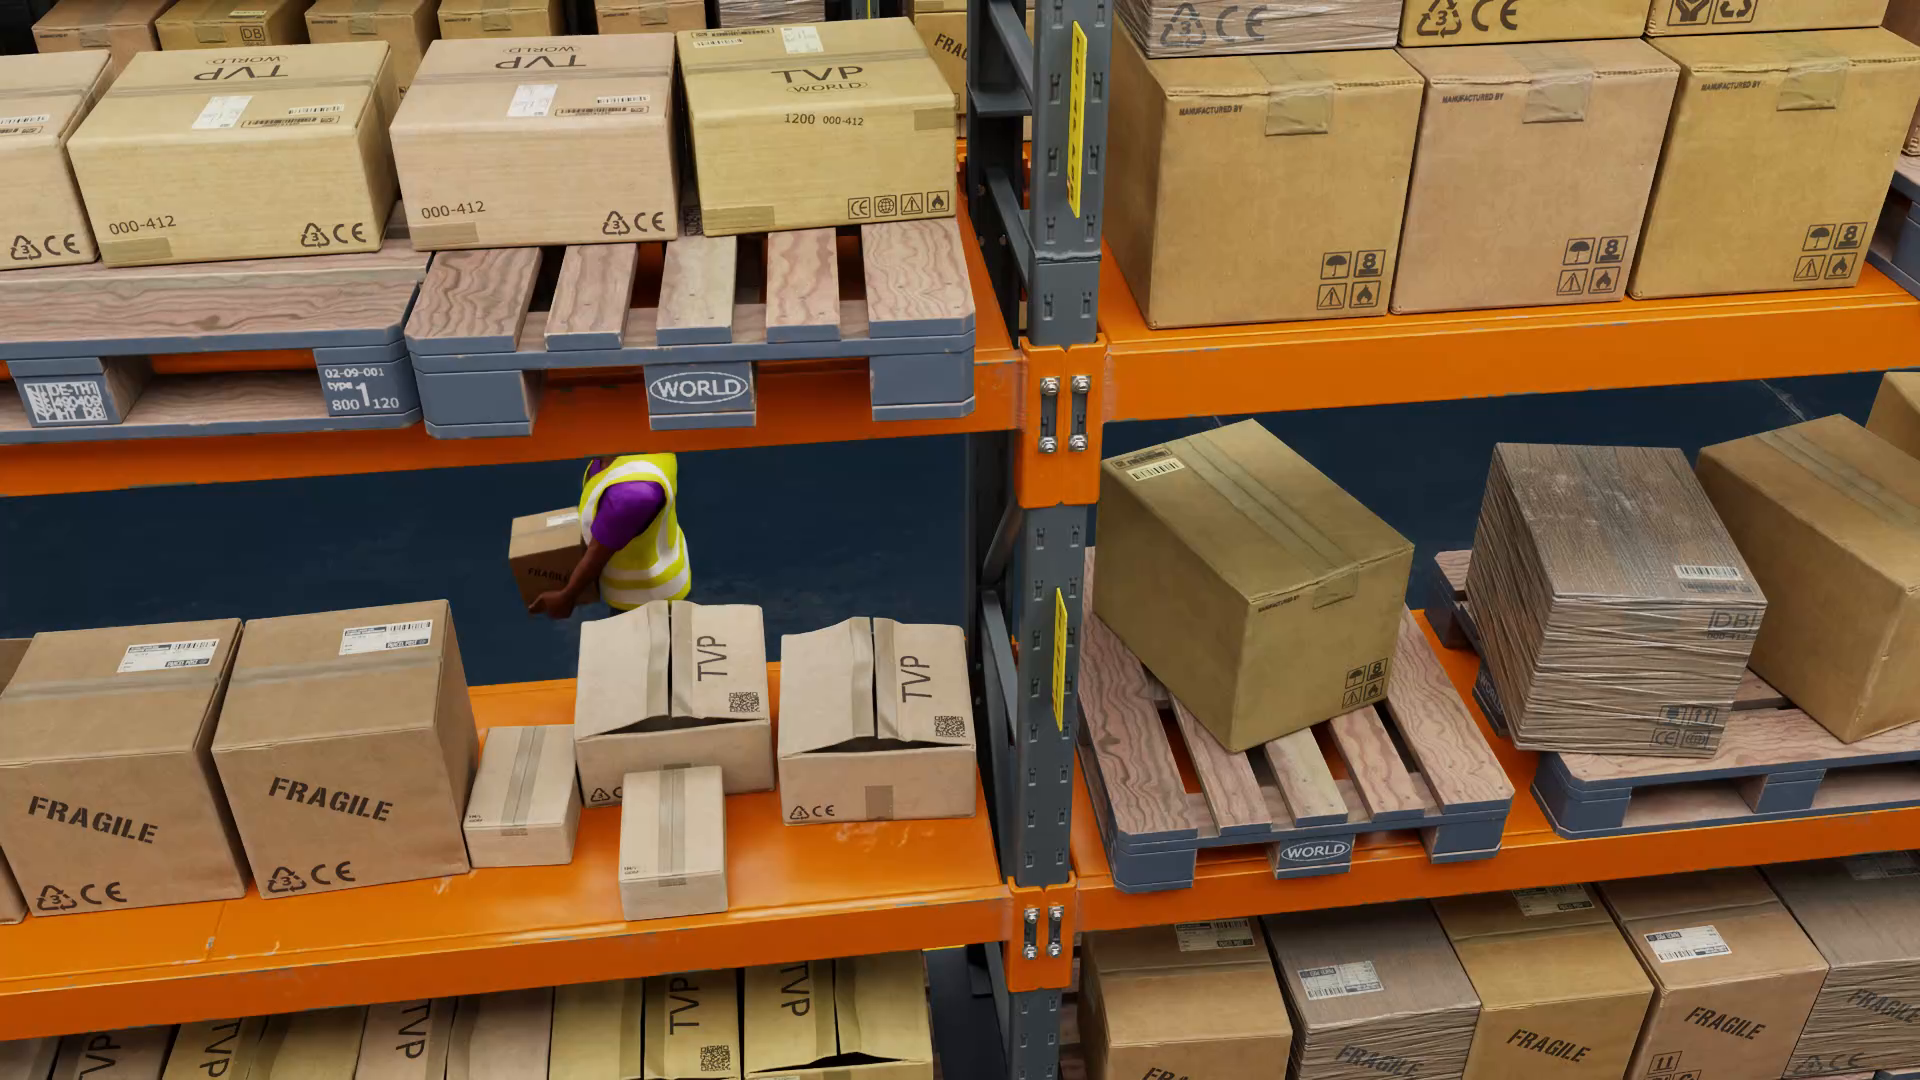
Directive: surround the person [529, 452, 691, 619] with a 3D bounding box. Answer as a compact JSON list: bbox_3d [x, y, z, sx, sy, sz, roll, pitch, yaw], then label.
[{"bbox_3d":[-1.231,0.165,5.884,0.559,1.763,0.505,-5,35,-7],"label":"person"}]
